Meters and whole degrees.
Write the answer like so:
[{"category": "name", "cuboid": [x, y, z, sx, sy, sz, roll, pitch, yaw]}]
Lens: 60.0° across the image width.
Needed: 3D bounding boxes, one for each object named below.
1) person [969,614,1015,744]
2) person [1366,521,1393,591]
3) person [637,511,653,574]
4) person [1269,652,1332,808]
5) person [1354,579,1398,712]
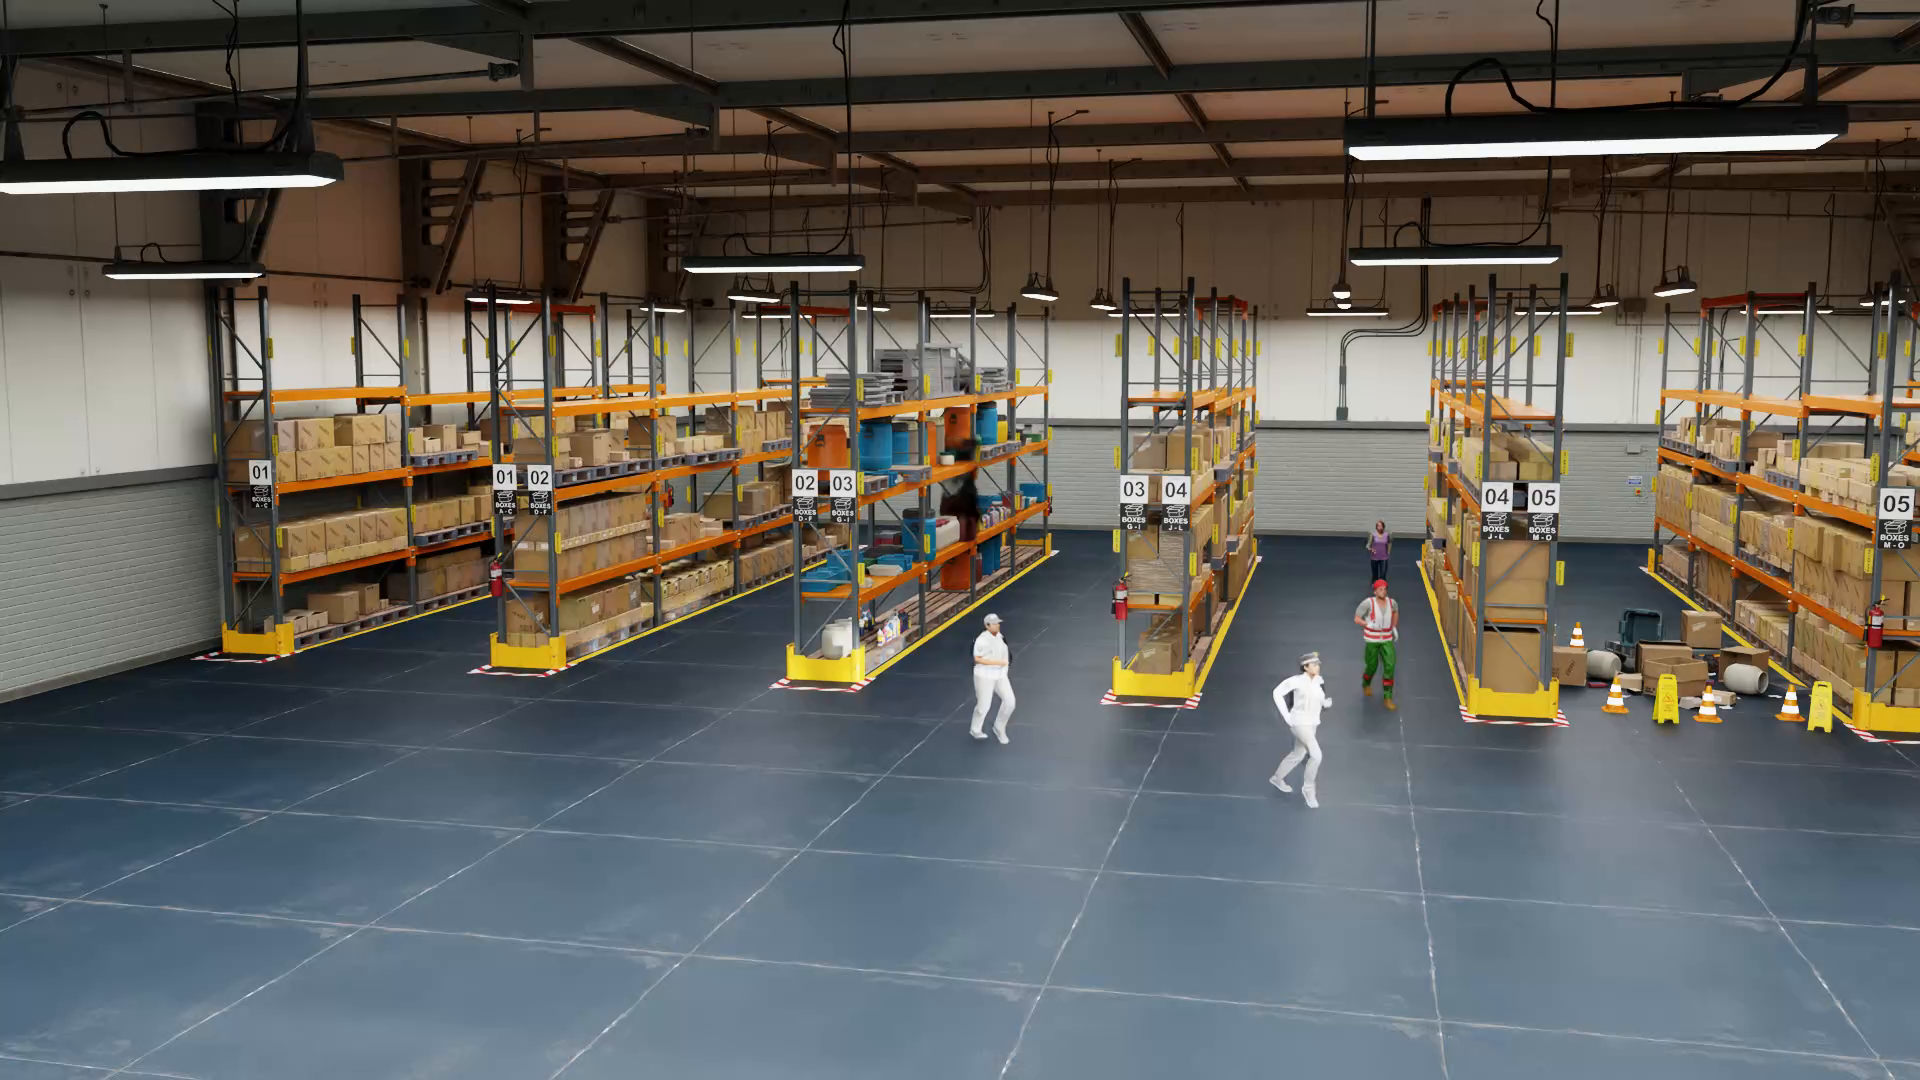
[{"category": "person", "cuboid": [0.397, 1.772, 21.118, 0.590, 1.698, 0.708, -6, 9, -40]}, {"category": "person", "cuboid": [8.386, 0.400, 33.256, 0.539, 1.591, 0.831, 1, 7, 7]}, {"category": "person", "cuboid": [-6.418, 0.250, 33.979, 0.676, 1.710, 0.802, 1, 7, 7]}, {"category": "person", "cuboid": [3.777, 2.076, 18.428, 0.590, 1.748, 0.792, -6, 9, -42]}, {"category": "person", "cuboid": [5.879, 1.431, 23.407, 0.688, 1.797, 0.962, 0, 7, -4]}]
